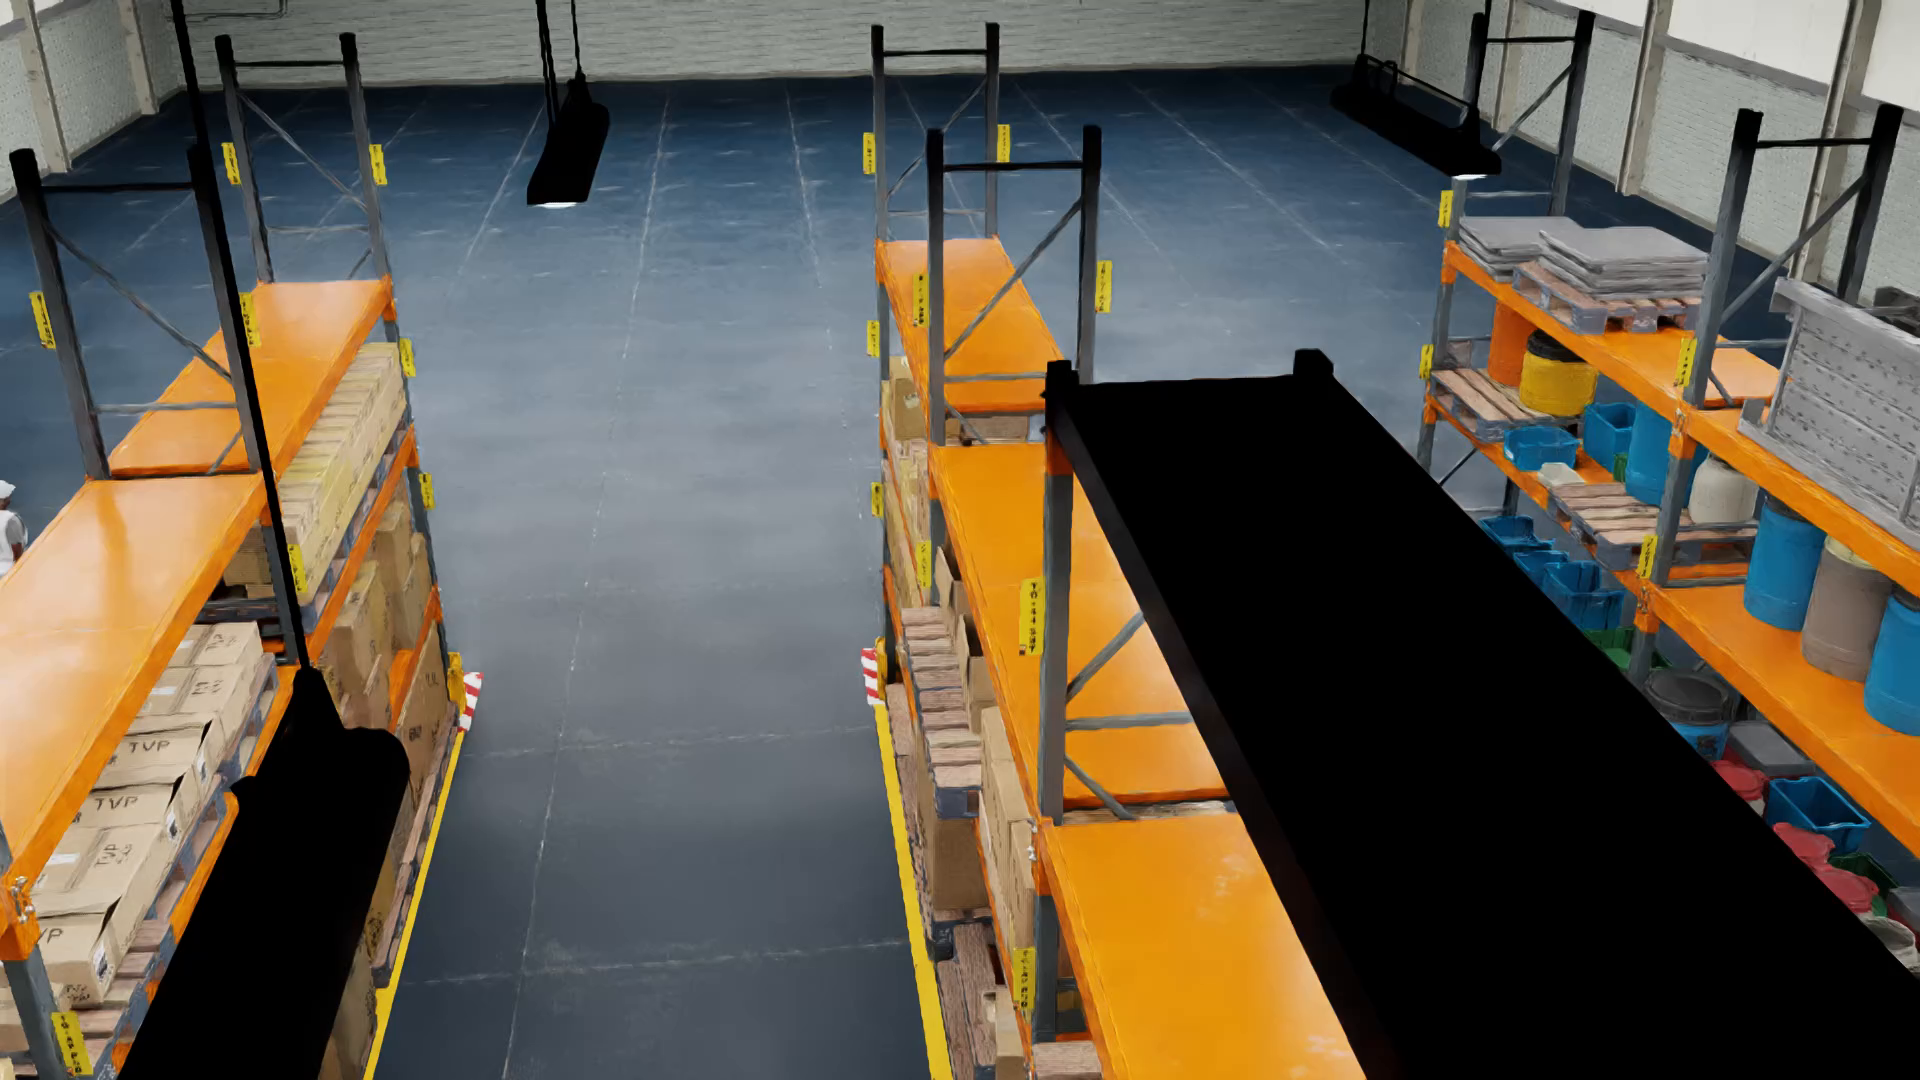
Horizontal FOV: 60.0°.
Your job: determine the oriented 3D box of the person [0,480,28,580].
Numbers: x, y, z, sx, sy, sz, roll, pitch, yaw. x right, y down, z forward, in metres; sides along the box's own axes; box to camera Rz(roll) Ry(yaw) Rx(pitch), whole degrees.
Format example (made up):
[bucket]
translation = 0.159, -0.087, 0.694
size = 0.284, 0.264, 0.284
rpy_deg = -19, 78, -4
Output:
[person]
translation = -9.148, 0.267, 15.958
size = 0.601, 1.731, 0.984
rpy_deg = 6, 26, 11
